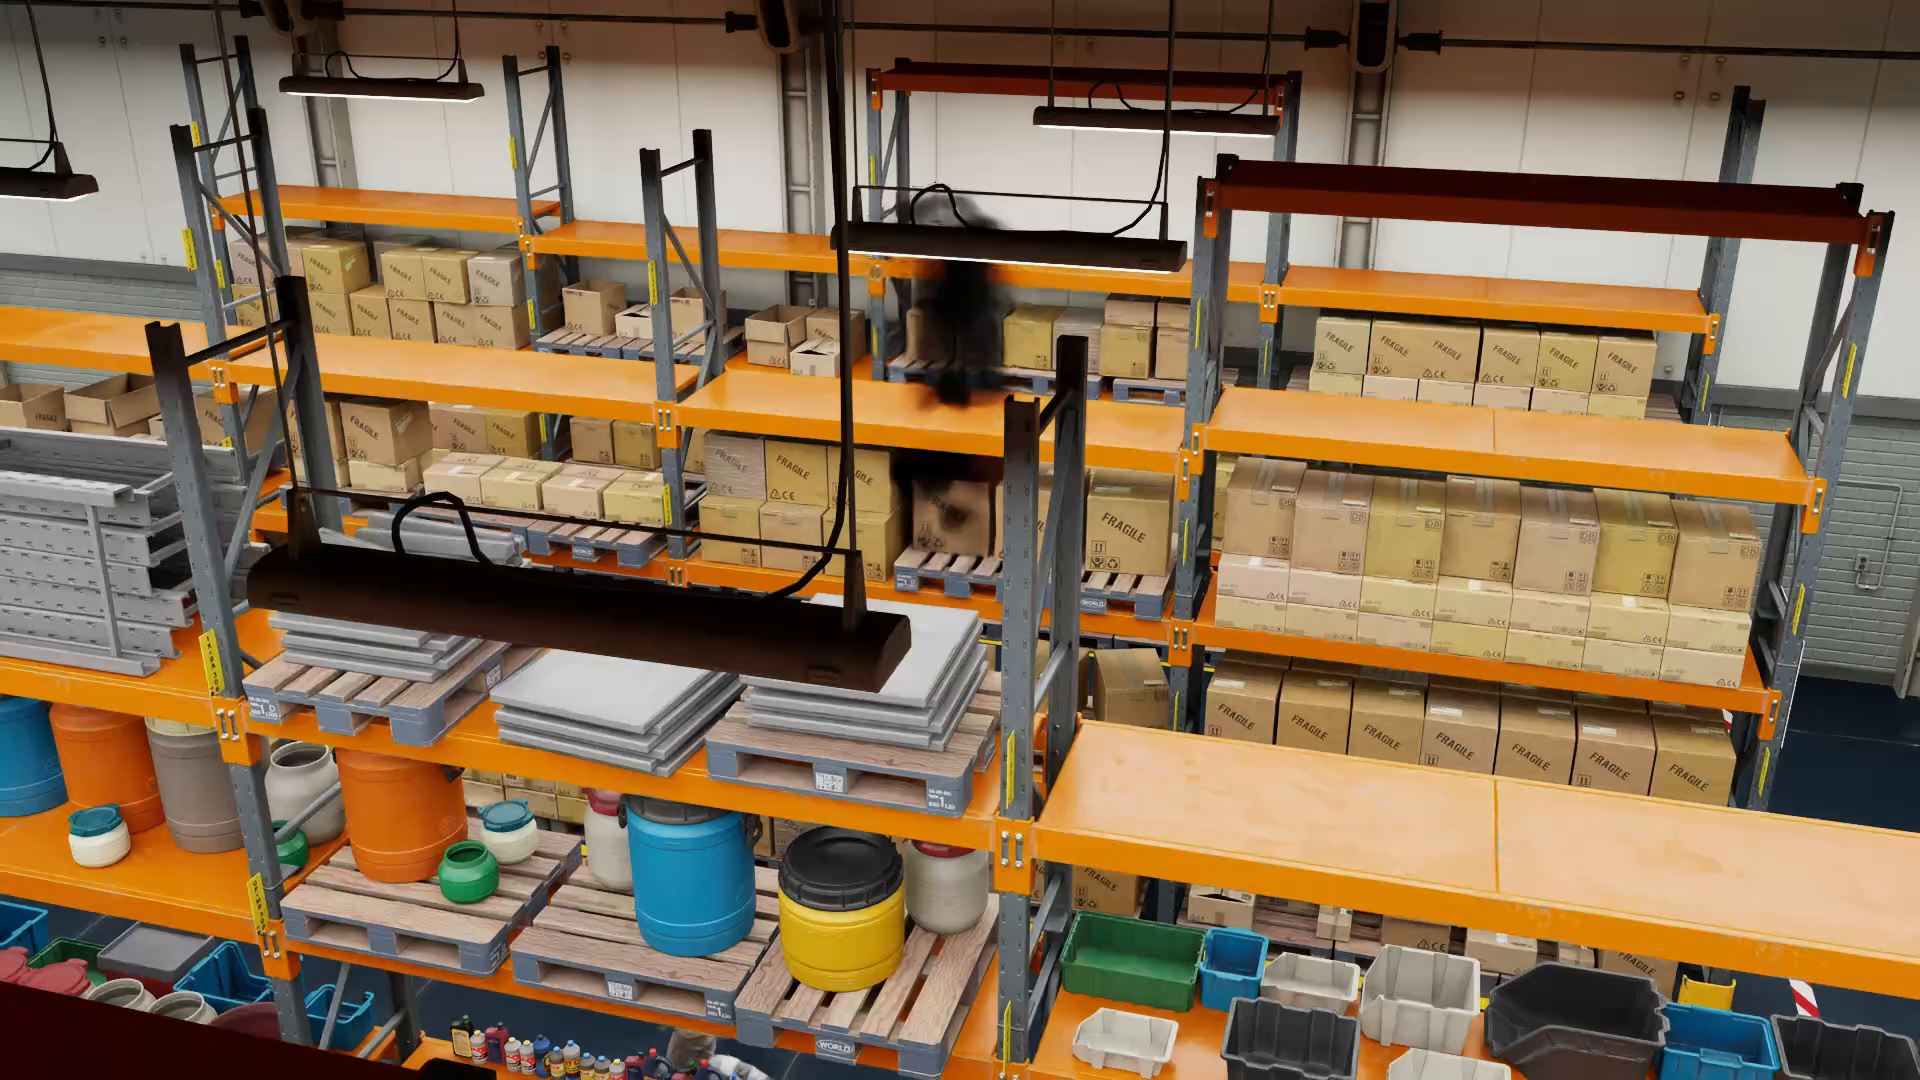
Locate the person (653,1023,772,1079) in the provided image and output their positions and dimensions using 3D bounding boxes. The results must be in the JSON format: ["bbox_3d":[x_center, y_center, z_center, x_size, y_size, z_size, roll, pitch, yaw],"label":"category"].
[{"bbox_3d":[-1.673,3.189,10.922,0.911,1.722,0.659,4,23,9],"label":"person"}]
